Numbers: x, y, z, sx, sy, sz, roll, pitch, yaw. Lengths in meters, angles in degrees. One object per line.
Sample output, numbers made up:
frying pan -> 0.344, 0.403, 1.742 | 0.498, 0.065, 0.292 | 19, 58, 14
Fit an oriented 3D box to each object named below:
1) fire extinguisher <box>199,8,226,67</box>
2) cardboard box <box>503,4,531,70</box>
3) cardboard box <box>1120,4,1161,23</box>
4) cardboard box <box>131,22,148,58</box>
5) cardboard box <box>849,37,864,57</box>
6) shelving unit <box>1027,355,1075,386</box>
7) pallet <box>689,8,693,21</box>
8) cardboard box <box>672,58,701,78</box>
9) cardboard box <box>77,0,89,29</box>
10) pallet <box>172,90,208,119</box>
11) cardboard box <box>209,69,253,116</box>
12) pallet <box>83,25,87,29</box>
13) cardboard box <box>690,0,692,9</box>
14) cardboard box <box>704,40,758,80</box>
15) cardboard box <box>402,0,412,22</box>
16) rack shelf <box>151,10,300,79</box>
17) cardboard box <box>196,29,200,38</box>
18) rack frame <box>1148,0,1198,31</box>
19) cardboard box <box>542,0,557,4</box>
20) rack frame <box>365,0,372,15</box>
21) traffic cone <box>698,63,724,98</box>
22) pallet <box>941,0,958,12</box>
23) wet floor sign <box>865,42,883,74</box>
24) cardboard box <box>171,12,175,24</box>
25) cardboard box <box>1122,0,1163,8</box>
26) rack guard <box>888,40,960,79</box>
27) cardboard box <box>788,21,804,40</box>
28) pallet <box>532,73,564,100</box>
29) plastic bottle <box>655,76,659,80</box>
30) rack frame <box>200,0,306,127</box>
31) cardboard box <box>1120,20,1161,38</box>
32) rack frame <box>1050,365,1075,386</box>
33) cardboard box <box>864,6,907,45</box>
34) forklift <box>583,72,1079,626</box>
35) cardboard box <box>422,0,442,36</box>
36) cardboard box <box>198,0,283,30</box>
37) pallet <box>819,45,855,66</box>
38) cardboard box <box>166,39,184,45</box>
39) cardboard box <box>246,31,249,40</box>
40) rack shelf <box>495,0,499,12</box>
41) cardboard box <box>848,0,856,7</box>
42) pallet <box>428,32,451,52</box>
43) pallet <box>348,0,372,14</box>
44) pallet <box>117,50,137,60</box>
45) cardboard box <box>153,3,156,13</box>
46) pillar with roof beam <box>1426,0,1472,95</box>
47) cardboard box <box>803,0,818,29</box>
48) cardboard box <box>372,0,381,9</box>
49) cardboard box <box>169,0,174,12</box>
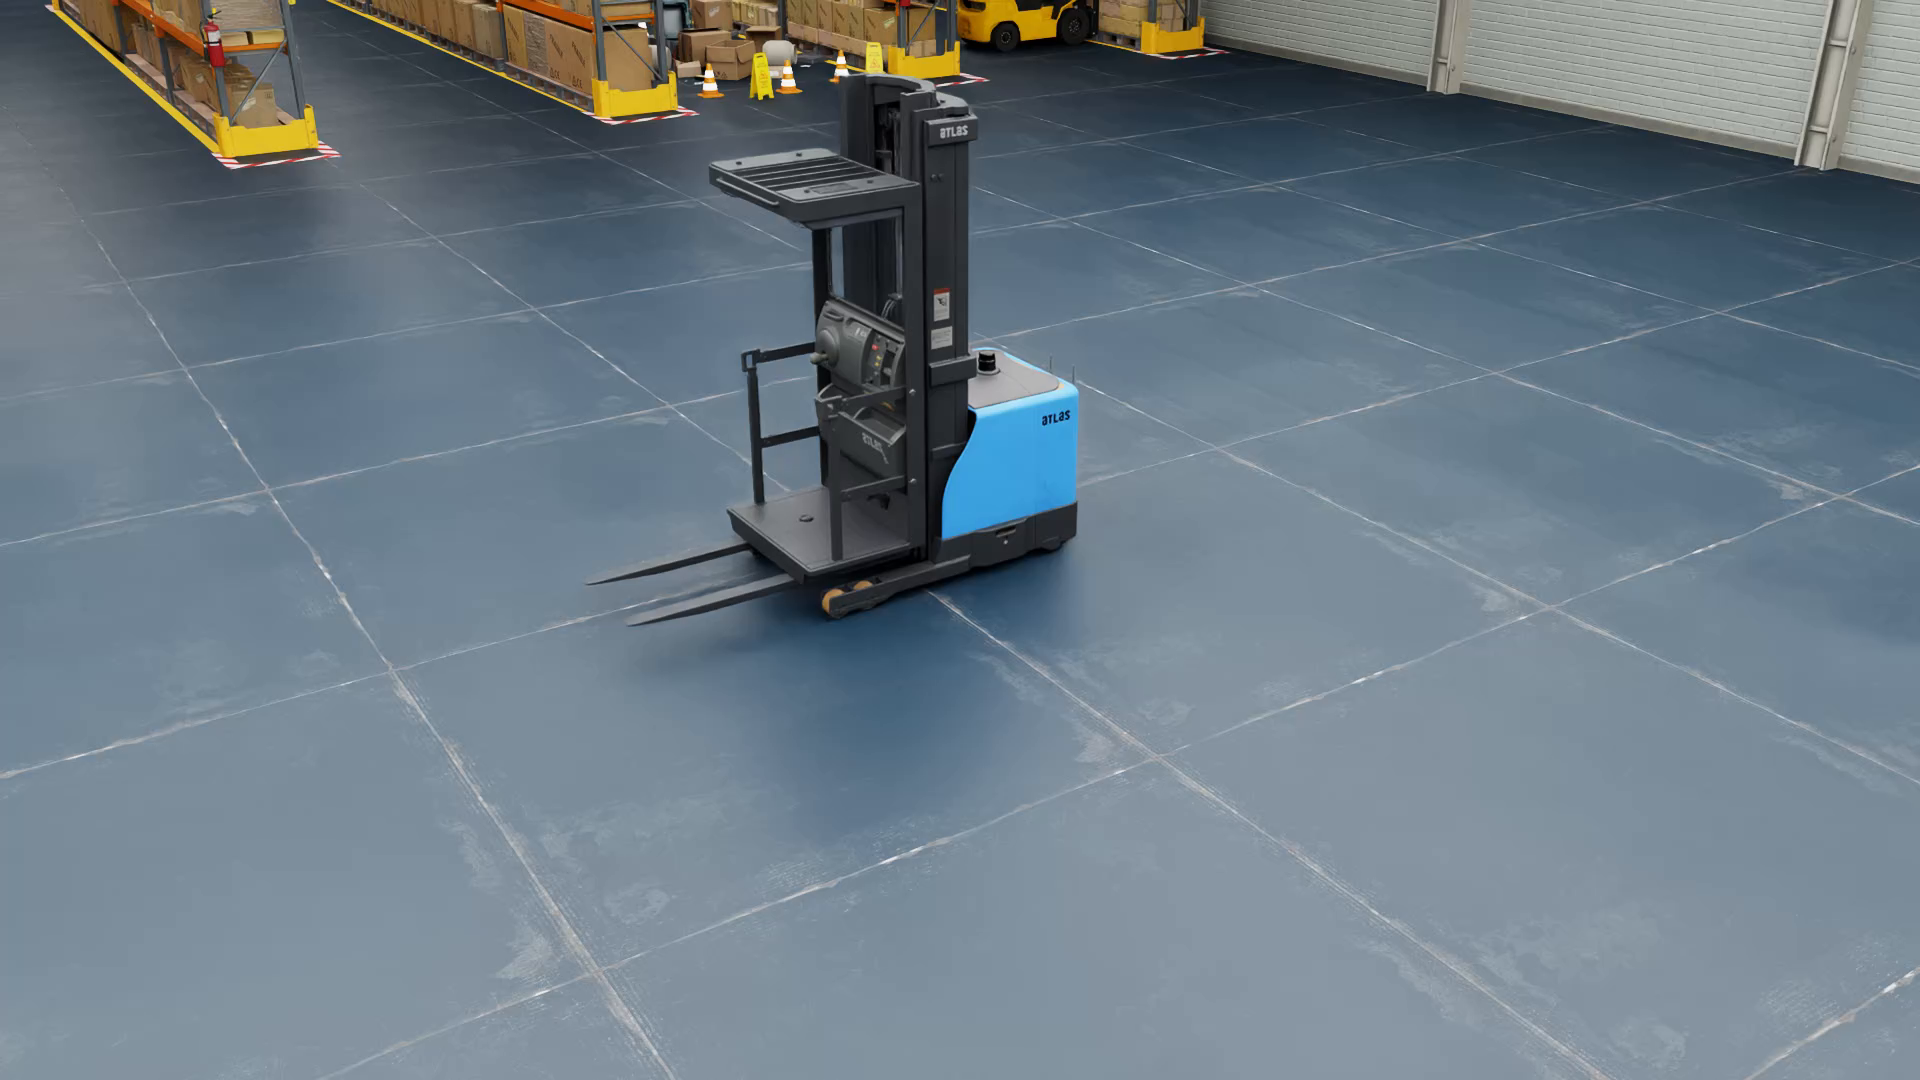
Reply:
fire extinguisher -> -9.146, -6.155, 20.365 | 0.296, 0.674, 0.183 | -16, 29, -30
cardboard box -> -6.511, -7.876, 25.918 | 0.875, 0.875, 0.875 | -15, 29, -29
cardboard box -> 3.109, -9.079, 28.613 | 0.500, 0.250, 0.500 | -16, 30, -30
cardboard box -> -12.807, -8.033, 26.665 | 0.700, 0.500, 0.500 | -17, 30, -32
cardboard box -> -1.463, -8.008, 26.928 | 0.500, 0.250, 0.500 | -15, 29, -29
shelving unit -> 0.586, -0.667, 10.934 | 0.215, 1.050, 0.252 | -16, 30, -31
pallet -> -4.462, -9.968, 31.618 | 1.003, 0.211, 1.213 | -16, 29, -30
cardboard box -> -4.314, -7.467, 26.255 | 0.396, 0.266, 0.258 | -10, 27, -21
cardboard box -> -15.007, -9.635, 29.643 | 1.225, 0.875, 0.875 | -15, 29, -29
pallet -> -10.610, -6.276, 23.797 | 1.003, 0.211, 1.213 | -16, 29, -30
cardboard box -> -9.831, -6.059, 22.507 | 0.500, 0.500, 0.500 | -13, 28, -25
pallet -> -15.723, -9.659, 30.964 | 1.003, 0.211, 1.213 | -16, 29, -30
cardboard box -> -4.587, -10.306, 31.654 | 0.950, 0.372, 0.625 | -18, 31, -33
cardboard box -> -3.600, -7.557, 26.168 | 0.637, 0.503, 0.797 | 7, 26, 15
cardboard box -> -9.838, -9.740, 30.304 | 0.500, 0.500, 0.500 | -14, 29, -28
rack shelf -> -9.915, -6.728, 22.331 | 1.077, 0.370, 4.000 | -16, 29, -30
cardboard box -> -9.590, -6.538, 21.381 | 0.380, 0.149, 0.250 | -16, 29, -30
rack frame -> 3.637, -9.806, 28.008 | 1.000, 3.000, 0.127 | -16, 29, -30
cardboard box -> -5.695, -8.249, 24.534 | 0.875, 0.550, 0.500 | -16, 29, -30
rack frame -> -11.163, -11.750, 32.126 | 1.000, 3.000, 0.127 | -16, 29, -30
traffic cone -> -3.712, -6.831, 24.679 | 0.336, 0.463, 0.334 | -16, 29, -30
pallet -> 0.349, -10.667, 33.098 | 1.003, 0.211, 1.213 | -16, 29, -30
wet floor sign -> -1.312, -7.266, 25.385 | 0.267, 0.644, 0.232 | -6, 26, -12
cardboard box -> -10.438, -7.067, 22.500 | 0.380, 0.149, 0.250 | -16, 29, -30
cardboard box -> 3.124, -9.296, 28.486 | 0.500, 0.250, 0.500 | -14, 29, -28
rack guard -> -0.561, -7.544, 26.146 | 1.175, 0.500, 0.348 | -16, 29, -30
cardboard box -> -2.607, -8.751, 28.502 | 0.500, 0.250, 0.500 | -17, 30, -32
pallet -> -5.776, -6.900, 25.120 | 1.003, 0.211, 1.213 | -16, 29, -30
plastic bottle -> -4.620, -7.247, 26.030 | 0.133, 0.061, 0.283 | 18, 31, 33
rack frame -> -8.823, -6.338, 20.662 | 1.000, 3.000, 0.127 | -16, 29, -30
cardboard box -> 3.116, -8.847, 28.705 | 0.500, 0.250, 0.500 | -15, 29, -29
rack frame -> 0.655, -0.624, 10.843 | 0.200, 1.050, 0.008 | -16, 30, -31
cardboard box -> -1.176, -8.159, 26.370 | 0.500, 0.500, 0.500 | -15, 29, -29
forklift -> -0.763, -1.124, 9.697 | 3.031, 2.935, 1.130 | -16, 29, -30
cardboard box -> -8.722, -9.253, 28.980 | 1.050, 0.750, 0.750 | -16, 30, -30
cardboard box -> -9.100, -6.721, 21.008 | 0.875, 0.500, 0.500 | -16, 29, -30
pallet -> -1.637, -8.148, 27.764 | 1.003, 0.211, 1.213 | -16, 29, -30
cardboard box -> -11.568, -7.237, 24.979 | 0.700, 0.500, 0.500 | -16, 29, -30
cardboard box -> -8.899, -6.476, 21.248 | 0.380, 0.149, 0.250 | -16, 29, -30
rack shelf -> -7.887, -9.279, 27.734 | 1.077, 0.370, 4.000 | -16, 29, -30
cardboard box -> -1.567, -8.659, 26.668 | 0.380, 0.149, 0.250 | -15, 29, -29
pallet -> -8.612, -8.759, 29.056 | 1.003, 0.211, 1.213 | -16, 29, -30
pallet -> -11.559, -10.721, 33.213 | 1.003, 0.211, 1.213 | -16, 29, -30
pallet -> -13.557, -8.238, 27.953 | 1.003, 0.211, 1.213 | -16, 29, -30
cardboard box -> -11.141, -7.508, 23.435 | 0.380, 0.149, 0.250 | -16, 29, -30
pillar with roof beam -> 3.681, -9.828, 21.028 | 9.100, 9.000, 0.400 | -16, 29, -30
cardboard box -> -2.305, -8.901, 27.942 | 0.500, 0.500, 0.500 | -14, 29, -28
cardboard box -> -10.982, -10.483, 31.879 | 0.500, 0.500, 0.500 | -14, 29, -28
cardboard box -> -10.212, -7.431, 22.511 | 0.875, 0.500, 0.500 | -16, 29, -30
